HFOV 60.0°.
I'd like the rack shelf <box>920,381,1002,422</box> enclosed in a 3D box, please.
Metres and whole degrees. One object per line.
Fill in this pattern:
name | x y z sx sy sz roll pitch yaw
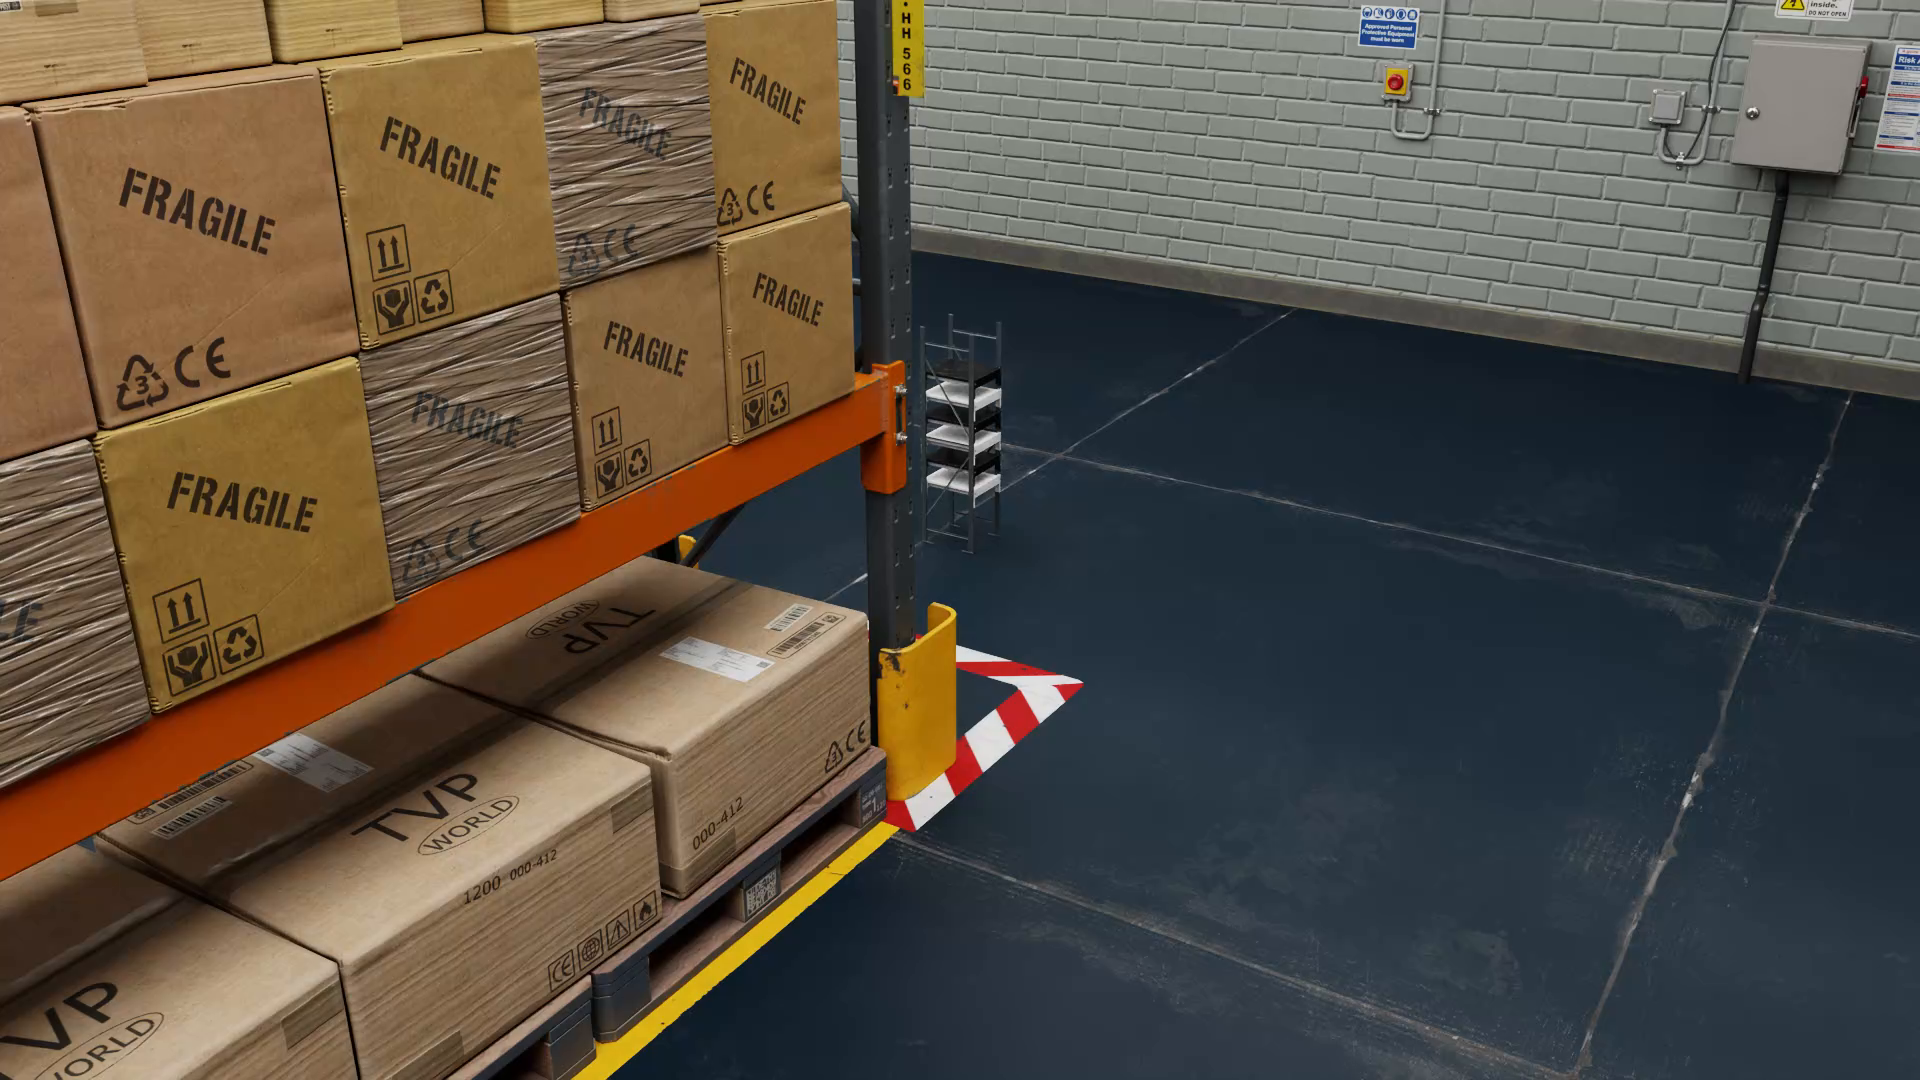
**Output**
rack shelf | 0.004 -0.550 6.519 0.258 0.077 0.200 14 27 29

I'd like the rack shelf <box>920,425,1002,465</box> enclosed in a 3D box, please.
rack shelf | 0.004 -0.385 6.591 0.258 0.077 0.200 14 27 29

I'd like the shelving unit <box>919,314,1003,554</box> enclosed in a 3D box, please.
shelving unit | 0.004 -0.416 6.578 0.258 0.900 0.210 14 27 29

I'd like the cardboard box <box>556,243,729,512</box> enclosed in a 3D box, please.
cardboard box | -0.894 -0.422 3.824 0.500 0.500 0.500 13 27 28

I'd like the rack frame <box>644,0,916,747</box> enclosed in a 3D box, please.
rack frame | -0.587 -0.761 4.732 1.000 3.000 0.127 14 27 29

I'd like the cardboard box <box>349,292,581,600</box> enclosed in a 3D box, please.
cardboard box | -1.157 -0.247 3.418 0.500 0.500 0.500 15 27 30

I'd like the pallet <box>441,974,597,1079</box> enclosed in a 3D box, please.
pallet | -1.586 1.215 3.677 1.003 0.211 1.213 14 27 29

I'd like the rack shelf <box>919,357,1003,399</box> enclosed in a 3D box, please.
rack shelf | 0.004 -0.633 6.484 0.258 0.077 0.200 14 27 29

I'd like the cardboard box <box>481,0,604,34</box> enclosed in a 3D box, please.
cardboard box | -0.952 -1.128 3.380 0.380 0.149 0.250 15 27 30

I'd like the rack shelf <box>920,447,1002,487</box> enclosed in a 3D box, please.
rack shelf | 0.004 -0.303 6.627 0.258 0.077 0.200 14 27 29

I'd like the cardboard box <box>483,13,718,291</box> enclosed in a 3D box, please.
cardboard box | -0.890 -0.870 3.601 0.500 0.500 0.500 14 27 29

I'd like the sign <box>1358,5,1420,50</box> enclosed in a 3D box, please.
sign | 2.359 -2.824 9.157 0.327 0.218 0.001 14 27 29

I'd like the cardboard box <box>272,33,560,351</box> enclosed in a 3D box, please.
cardboard box | -1.153 -0.704 3.217 0.500 0.500 0.500 14 27 29

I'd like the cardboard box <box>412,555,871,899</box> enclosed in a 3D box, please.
cardboard box | -0.850 0.466 4.595 0.875 0.438 0.875 13 27 27

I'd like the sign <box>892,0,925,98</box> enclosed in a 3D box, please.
sign | -0.133 -1.283 4.181 0.100 0.325 0.005 14 27 29

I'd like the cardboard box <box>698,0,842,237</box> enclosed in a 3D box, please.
cardboard box | -0.639 -1.053 4.022 0.500 0.500 0.500 15 28 31

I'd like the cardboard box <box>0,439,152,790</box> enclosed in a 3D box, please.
cardboard box | -1.690 0.104 2.608 0.500 0.500 0.500 14 27 29

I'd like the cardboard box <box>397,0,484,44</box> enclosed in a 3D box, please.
cardboard box | -1.150 -1.055 3.210 0.380 0.149 0.250 14 27 28

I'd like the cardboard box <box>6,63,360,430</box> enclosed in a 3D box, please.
cardboard box | -1.420 -0.535 2.826 0.500 0.500 0.500 14 27 29

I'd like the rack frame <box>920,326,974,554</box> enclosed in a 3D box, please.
rack frame | -0.049 -0.381 6.498 0.240 0.900 0.006 14 27 29

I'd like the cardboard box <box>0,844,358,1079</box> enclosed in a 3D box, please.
cardboard box | -1.803 1.081 3.175 0.875 0.438 0.875 13 27 27

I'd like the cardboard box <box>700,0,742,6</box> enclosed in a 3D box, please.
cardboard box | -0.719 -1.310 3.798 0.380 0.149 0.250 14 27 30

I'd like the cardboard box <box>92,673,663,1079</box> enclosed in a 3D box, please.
cardboard box | -1.326 0.777 3.877 0.875 0.438 0.875 15 27 30

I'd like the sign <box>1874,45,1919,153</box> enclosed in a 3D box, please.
sign | 4.604 -2.102 7.950 0.329 0.494 0.001 14 27 29

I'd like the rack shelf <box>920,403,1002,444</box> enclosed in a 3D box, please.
rack shelf | 0.004 -0.468 6.555 0.258 0.077 0.200 14 27 29

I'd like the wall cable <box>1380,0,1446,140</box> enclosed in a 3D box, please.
wall cable | 2.368 -3.150 8.931 0.585 1.953 0.123 14 27 29

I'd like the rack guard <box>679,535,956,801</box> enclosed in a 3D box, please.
rack guard | -0.574 0.378 5.247 1.175 0.500 0.348 14 27 29

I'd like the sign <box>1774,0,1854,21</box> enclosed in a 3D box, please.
sign | 4.138 -2.640 8.033 0.339 0.242 0.001 14 27 29

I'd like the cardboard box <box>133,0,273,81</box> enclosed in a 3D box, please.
cardboard box | -1.387 -0.873 2.791 0.380 0.149 0.250 15 27 31

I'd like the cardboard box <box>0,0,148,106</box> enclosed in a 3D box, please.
cardboard box | -1.490 -0.776 2.565 0.380 0.149 0.250 14 27 29

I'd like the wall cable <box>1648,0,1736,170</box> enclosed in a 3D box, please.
wall cable | 3.579 -2.842 8.260 0.588 1.984 0.122 14 27 29

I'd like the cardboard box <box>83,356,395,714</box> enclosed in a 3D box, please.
cardboard box | -1.418 -0.070 3.009 0.500 0.500 0.500 15 27 30

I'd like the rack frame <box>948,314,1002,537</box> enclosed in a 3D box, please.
rack frame | 0.058 -0.450 6.657 0.240 0.900 0.006 14 27 29

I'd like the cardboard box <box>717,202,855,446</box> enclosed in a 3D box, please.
cardboard box | -0.616 -0.589 4.208 0.500 0.500 0.500 14 27 29

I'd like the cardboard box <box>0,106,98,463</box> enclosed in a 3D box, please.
cardboard box | -1.688 -0.365 2.434 0.500 0.500 0.500 14 27 30

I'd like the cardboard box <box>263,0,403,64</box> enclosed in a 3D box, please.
cardboard box | -1.232 -0.958 2.986 0.380 0.149 0.250 15 27 30

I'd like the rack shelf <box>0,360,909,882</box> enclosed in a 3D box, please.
rack shelf | -1.642 0.244 3.316 1.077 0.370 4.000 14 27 29

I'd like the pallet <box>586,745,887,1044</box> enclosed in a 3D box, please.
pallet | -0.942 0.805 4.625 1.003 0.211 1.213 14 27 29

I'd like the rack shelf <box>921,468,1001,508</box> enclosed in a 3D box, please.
rack shelf | 0.004 -0.220 6.662 0.258 0.077 0.200 14 27 29

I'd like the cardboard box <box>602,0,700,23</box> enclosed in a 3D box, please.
cardboard box | -0.784 -1.205 3.556 0.380 0.149 0.250 14 27 28

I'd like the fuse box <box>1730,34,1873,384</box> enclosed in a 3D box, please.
fuse box | 4.075 -1.588 8.265 0.539 1.711 0.414 14 27 29
